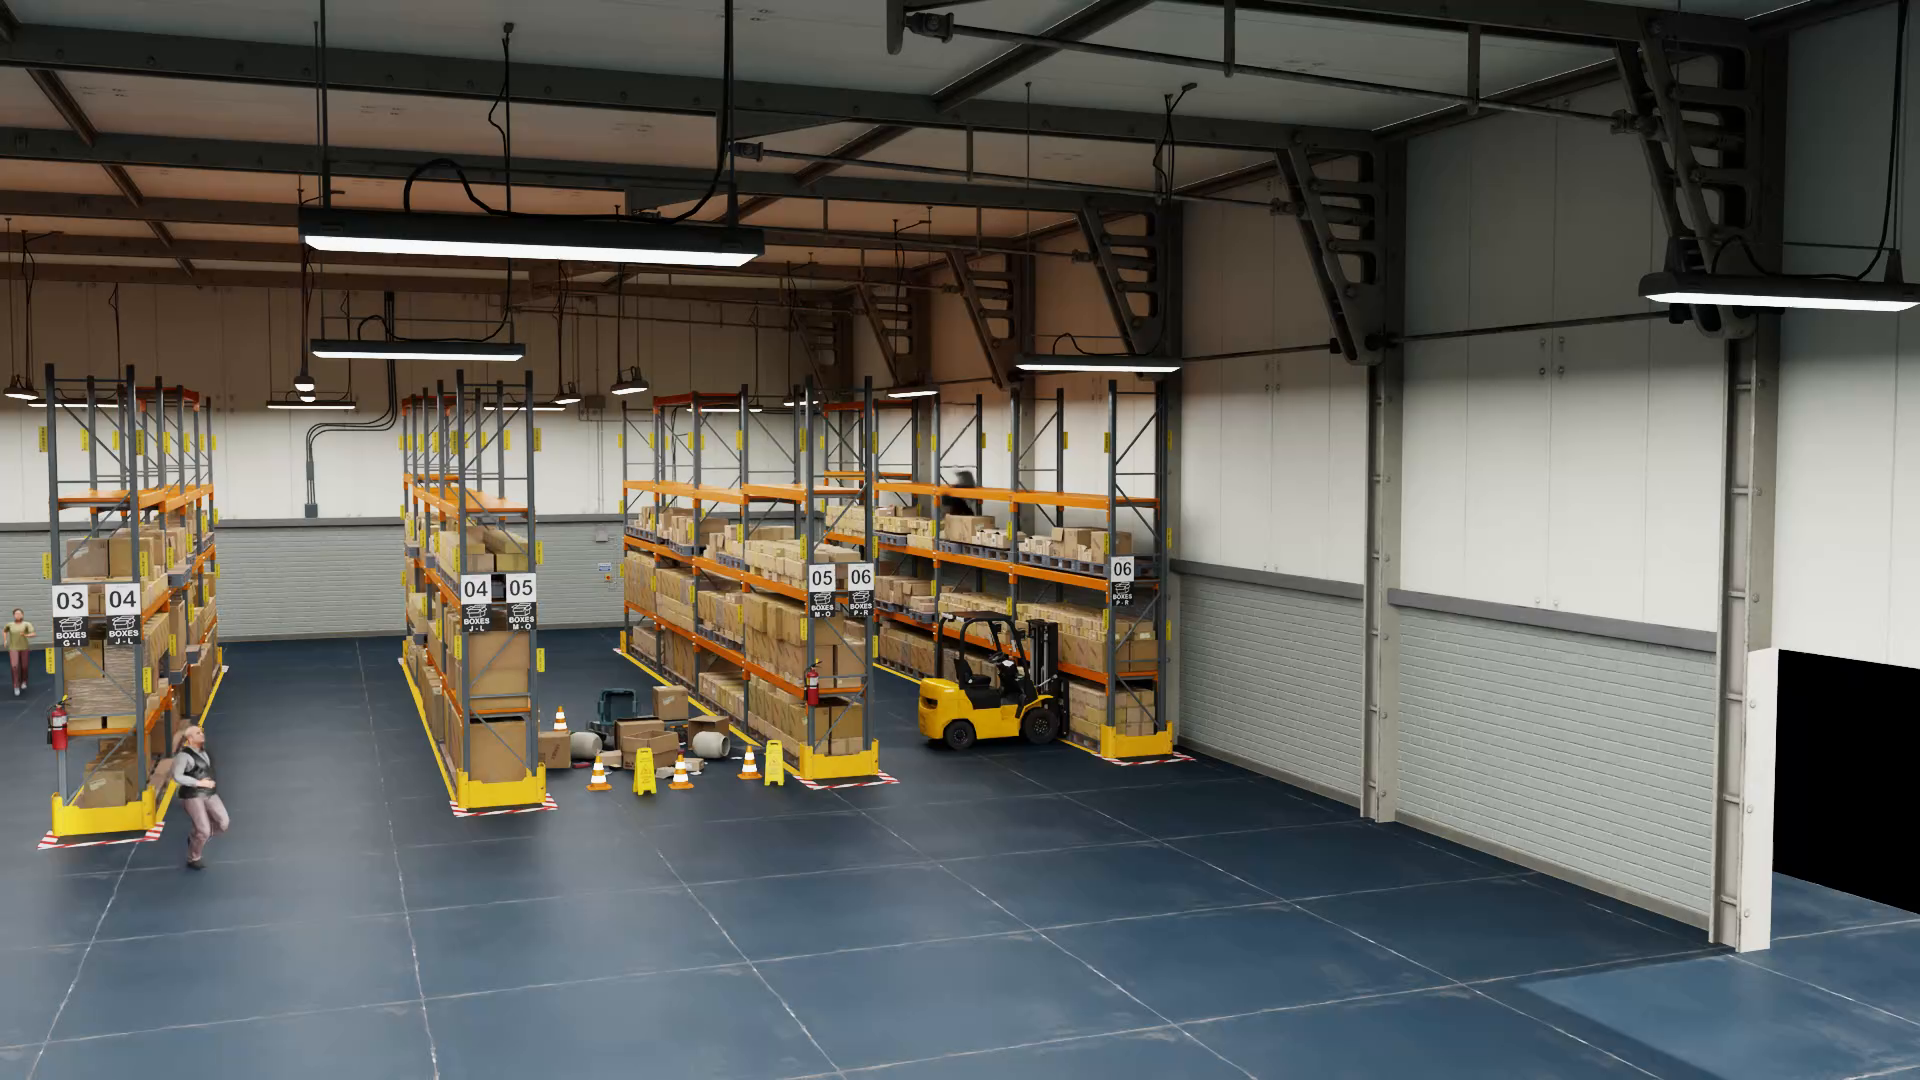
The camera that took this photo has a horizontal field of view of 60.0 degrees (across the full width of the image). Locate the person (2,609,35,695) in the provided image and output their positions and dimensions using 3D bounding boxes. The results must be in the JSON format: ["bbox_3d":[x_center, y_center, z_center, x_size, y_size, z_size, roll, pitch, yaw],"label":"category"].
[{"bbox_3d":[-18.767,2.327,33.188,0.569,1.421,0.943,-2,4,-30],"label":"person"}]

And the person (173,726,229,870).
[{"bbox_3d":[-8.902,3.015,19.512,0.523,1.682,0.719,1,3,10],"label":"person"}]
